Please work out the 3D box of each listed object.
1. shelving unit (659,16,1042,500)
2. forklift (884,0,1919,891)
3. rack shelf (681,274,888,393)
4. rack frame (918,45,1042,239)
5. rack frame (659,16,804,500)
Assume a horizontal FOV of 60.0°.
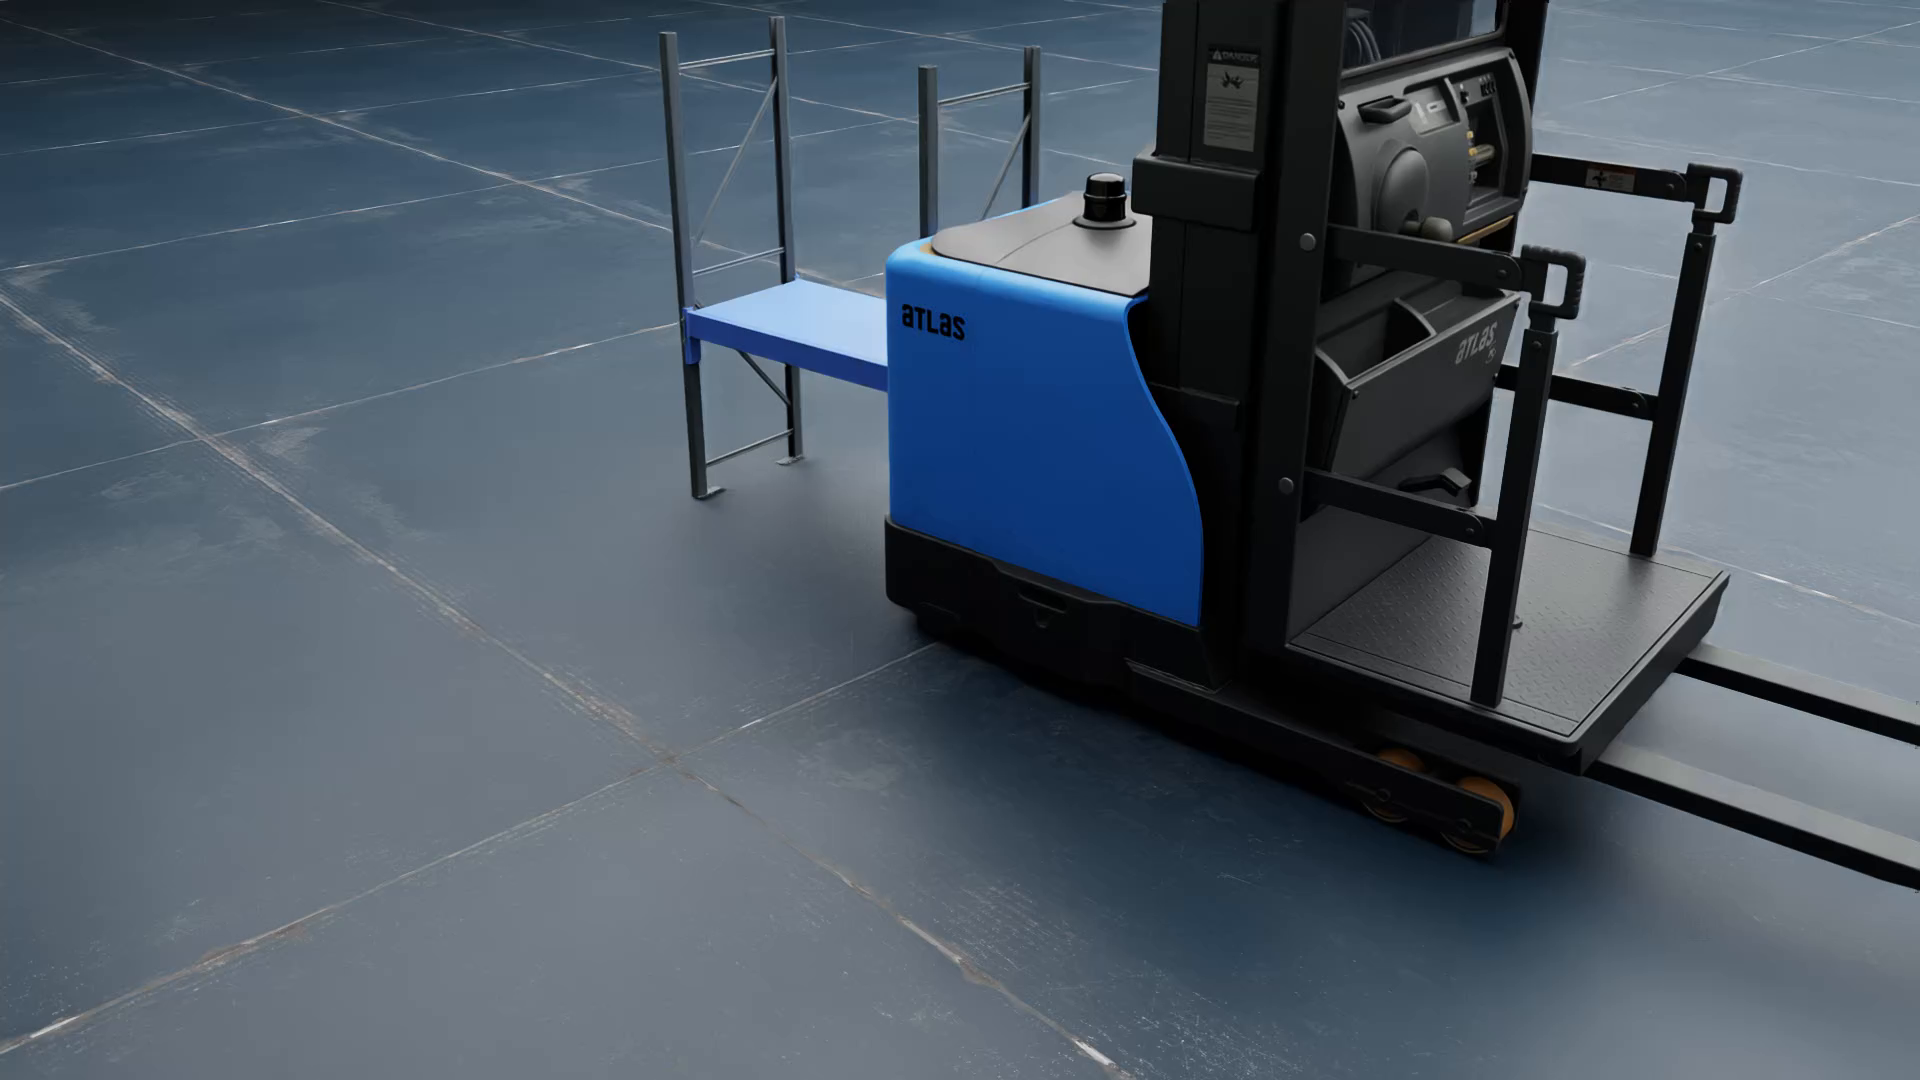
[{"bbox_3d":[-0.332,-0.766,5.123,1.048,1.500,0.538,19,31,35],"label":"shelving unit"},{"bbox_3d":[1.249,-0.882,3.652,3.031,2.935,1.130,19,31,35],"label":"forklift"},{"bbox_3d":[-0.332,-0.603,5.197,1.000,0.185,0.538,19,31,35],"label":"rack shelf"},{"bbox_3d":[0.061,-0.632,4.829,0.032,1.500,0.500,19,31,35],"label":"rack frame"},{"bbox_3d":[-0.725,-0.900,5.416,0.032,1.500,0.500,19,31,35],"label":"rack frame"}]
